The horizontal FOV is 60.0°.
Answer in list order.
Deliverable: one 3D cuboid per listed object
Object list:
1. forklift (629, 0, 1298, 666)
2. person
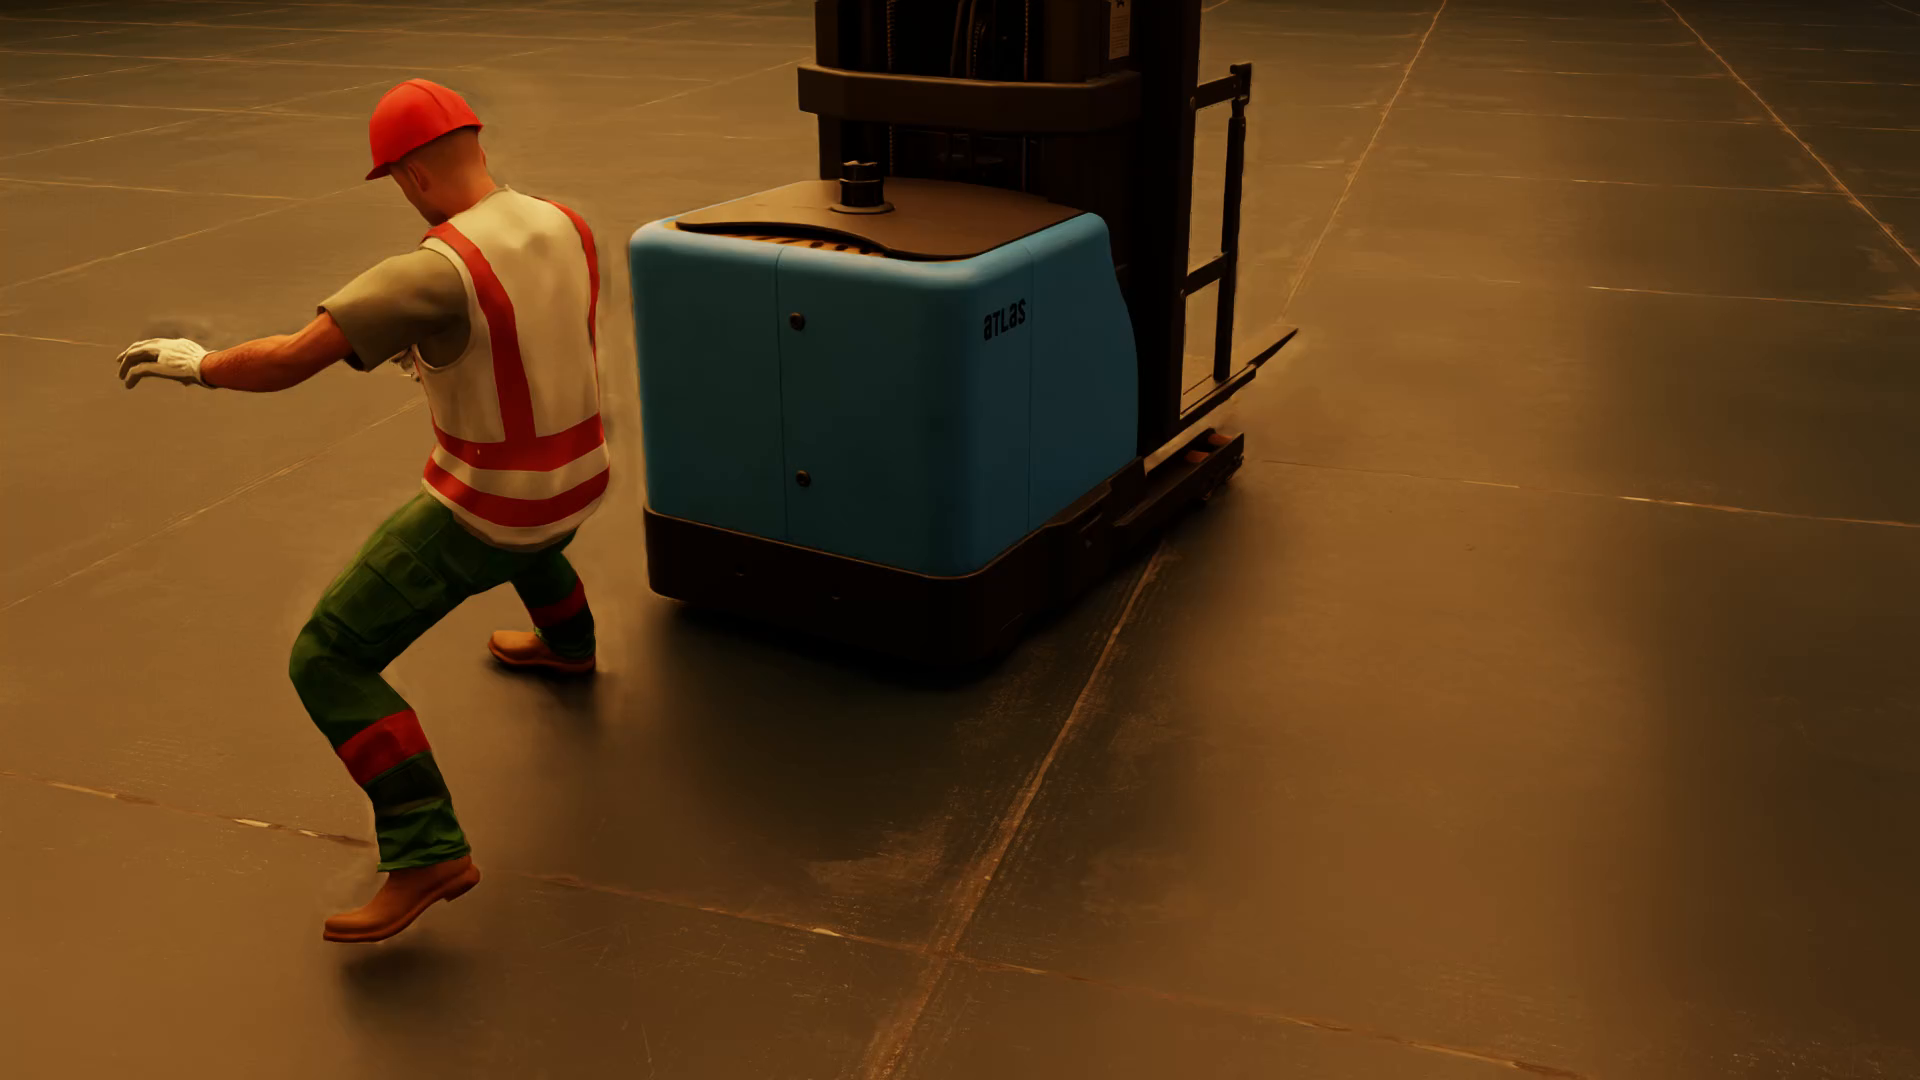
[{"bbox_3d":[0.299,-1.558,5.053,1.130,2.935,3.031,12,25,27],"label":"forklift"},{"bbox_3d":[-1.108,-0.159,3.465,0.755,1.552,1.283,9,24,21],"label":"person"}]
